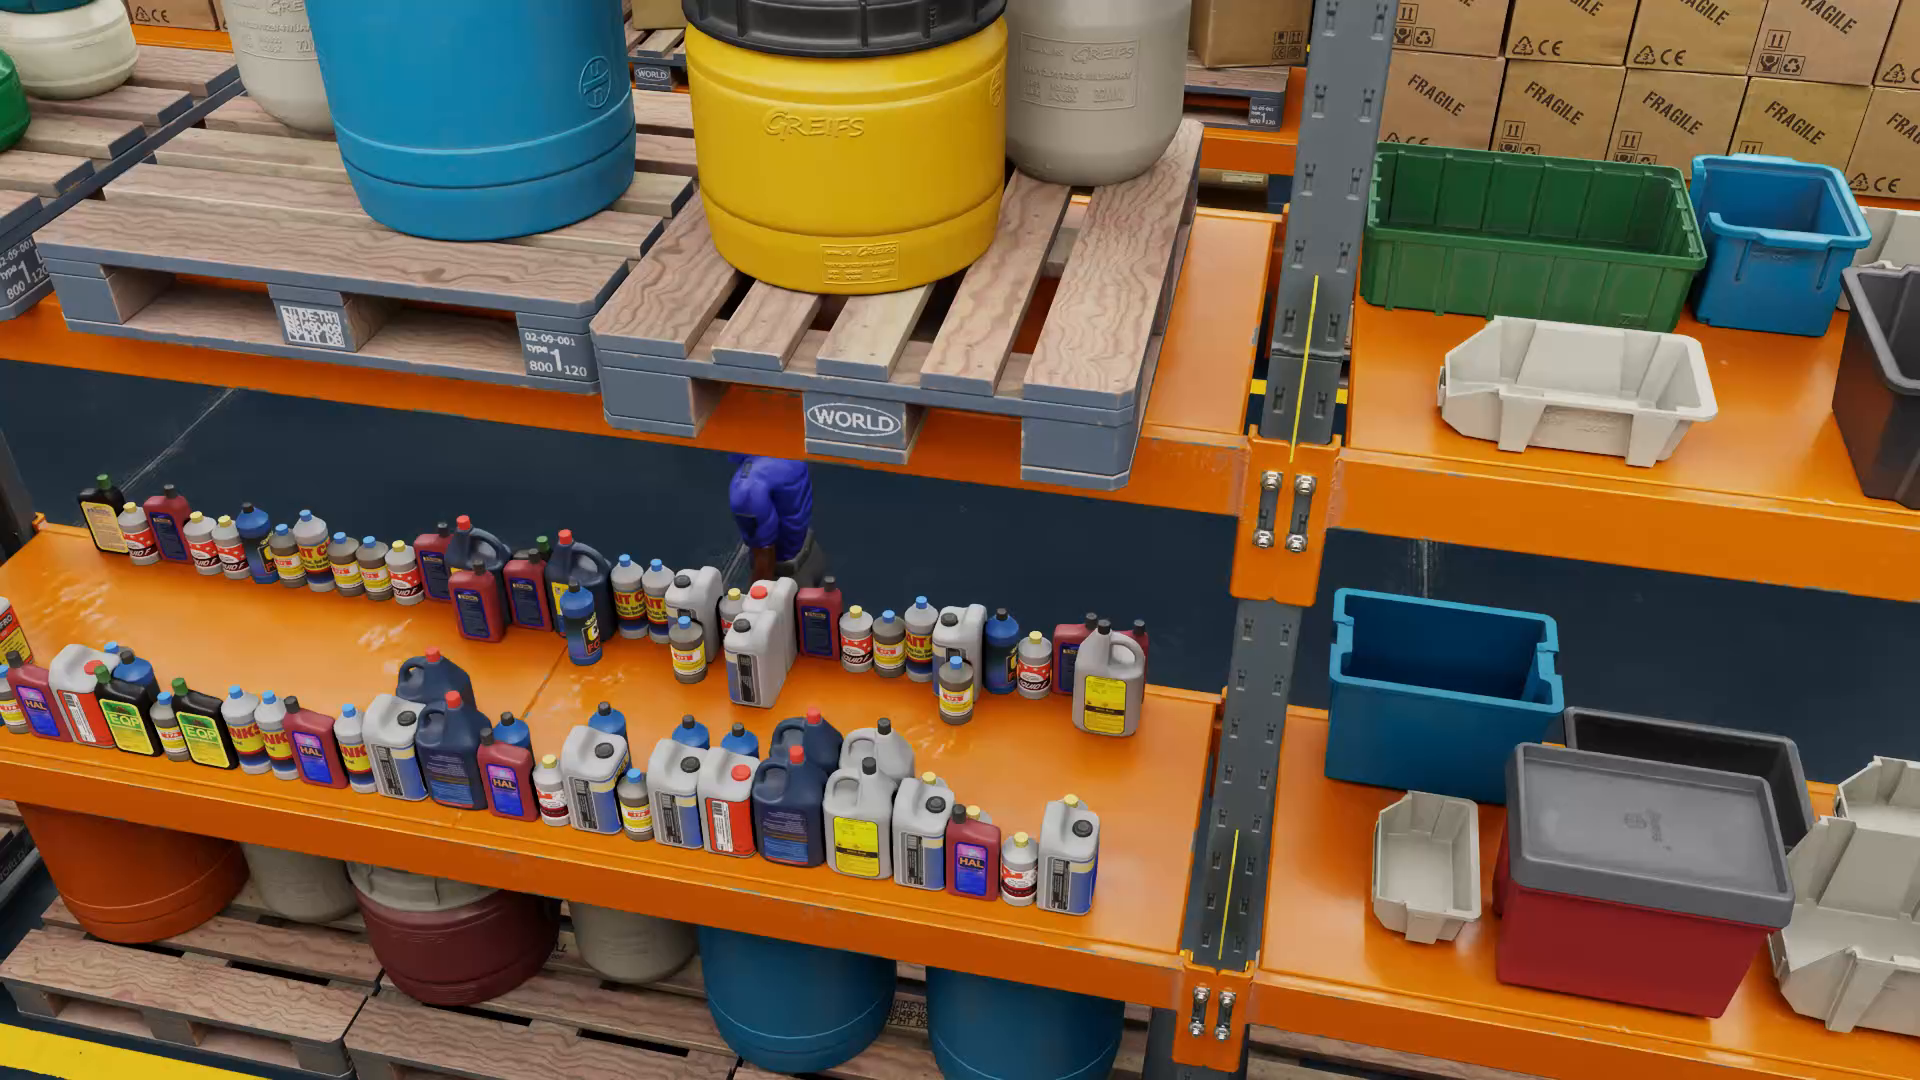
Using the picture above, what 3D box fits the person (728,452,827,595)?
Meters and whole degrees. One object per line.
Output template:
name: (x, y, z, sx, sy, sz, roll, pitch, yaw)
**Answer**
person: (-0.673, 0.135, 5.985, 0.353, 1.640, 0.517, 7, 37, 9)
